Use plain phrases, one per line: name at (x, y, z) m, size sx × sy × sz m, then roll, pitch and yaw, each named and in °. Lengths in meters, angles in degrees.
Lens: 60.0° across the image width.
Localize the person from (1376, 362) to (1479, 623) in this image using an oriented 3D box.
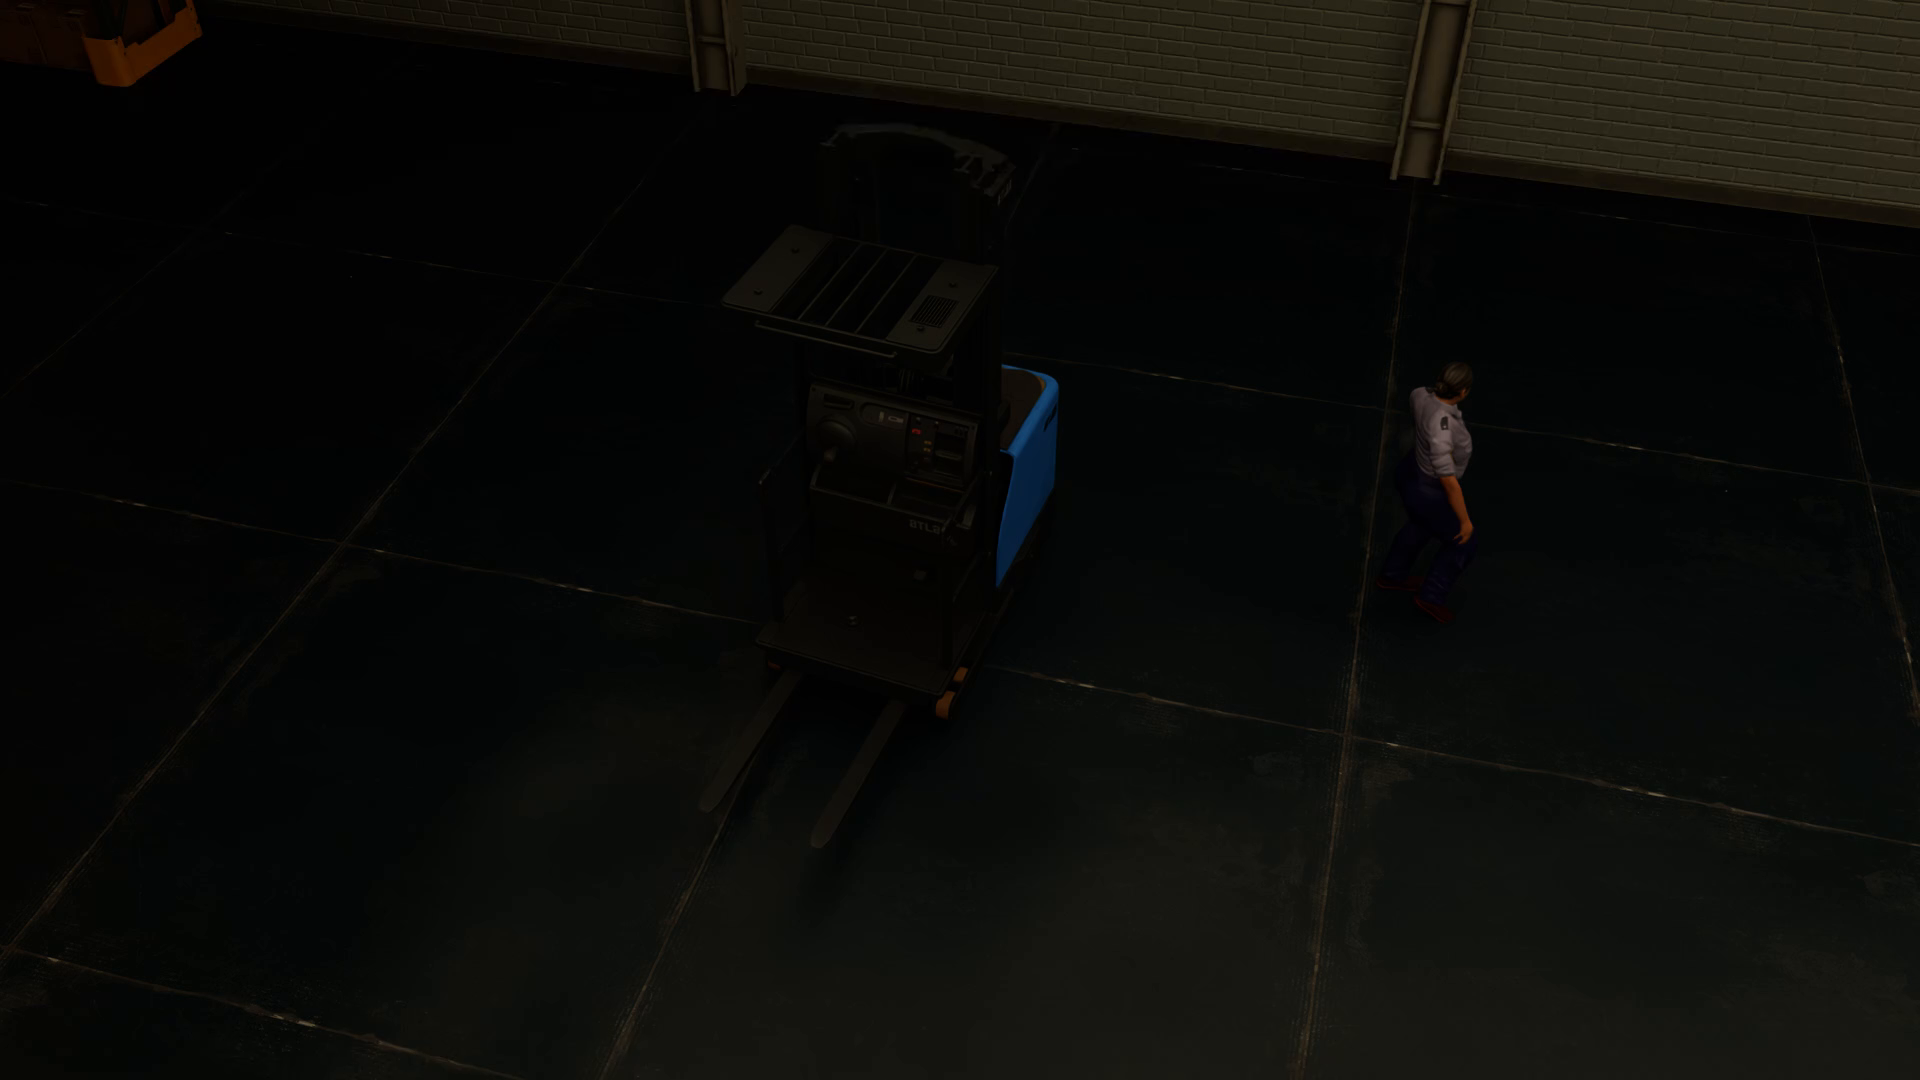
person at (2.647, -0.284, 9.217) m, size 0.462 × 1.673 × 0.843 m, roll 0°, pitch 41°, yaw 0°

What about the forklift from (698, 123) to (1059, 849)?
forklift at (-0.430, -0.448, 8.373) m, size 1.130 × 2.935 × 3.031 m, roll 15°, pitch 43°, yaw 16°
